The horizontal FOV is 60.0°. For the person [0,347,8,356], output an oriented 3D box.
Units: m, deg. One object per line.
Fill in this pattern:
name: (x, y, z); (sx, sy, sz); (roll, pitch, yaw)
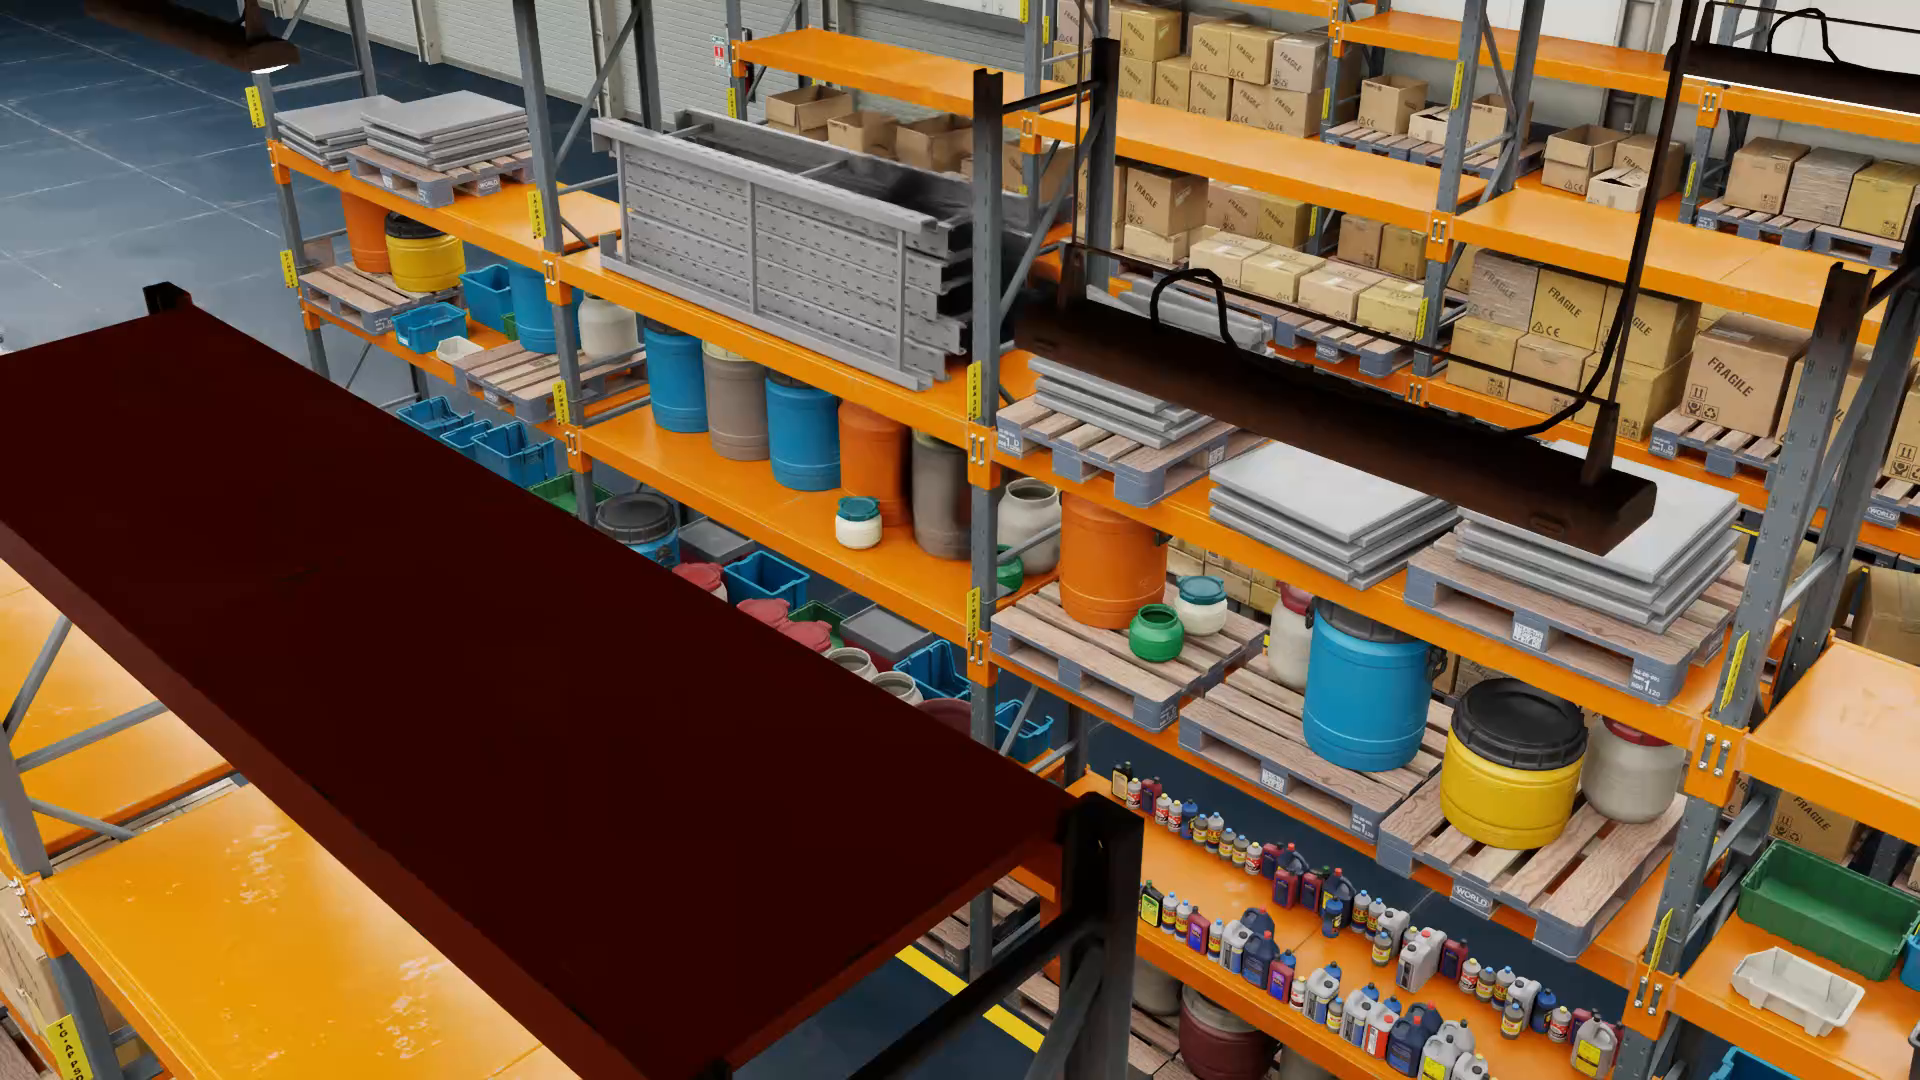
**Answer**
person: (-9.928, -1.476, 17.197); (0.560, 1.661, 0.575); (-13, 32, -21)

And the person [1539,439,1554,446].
person: (5.330, -0.406, 15.149); (0.760, 1.843, 0.670); (20, 35, 31)
